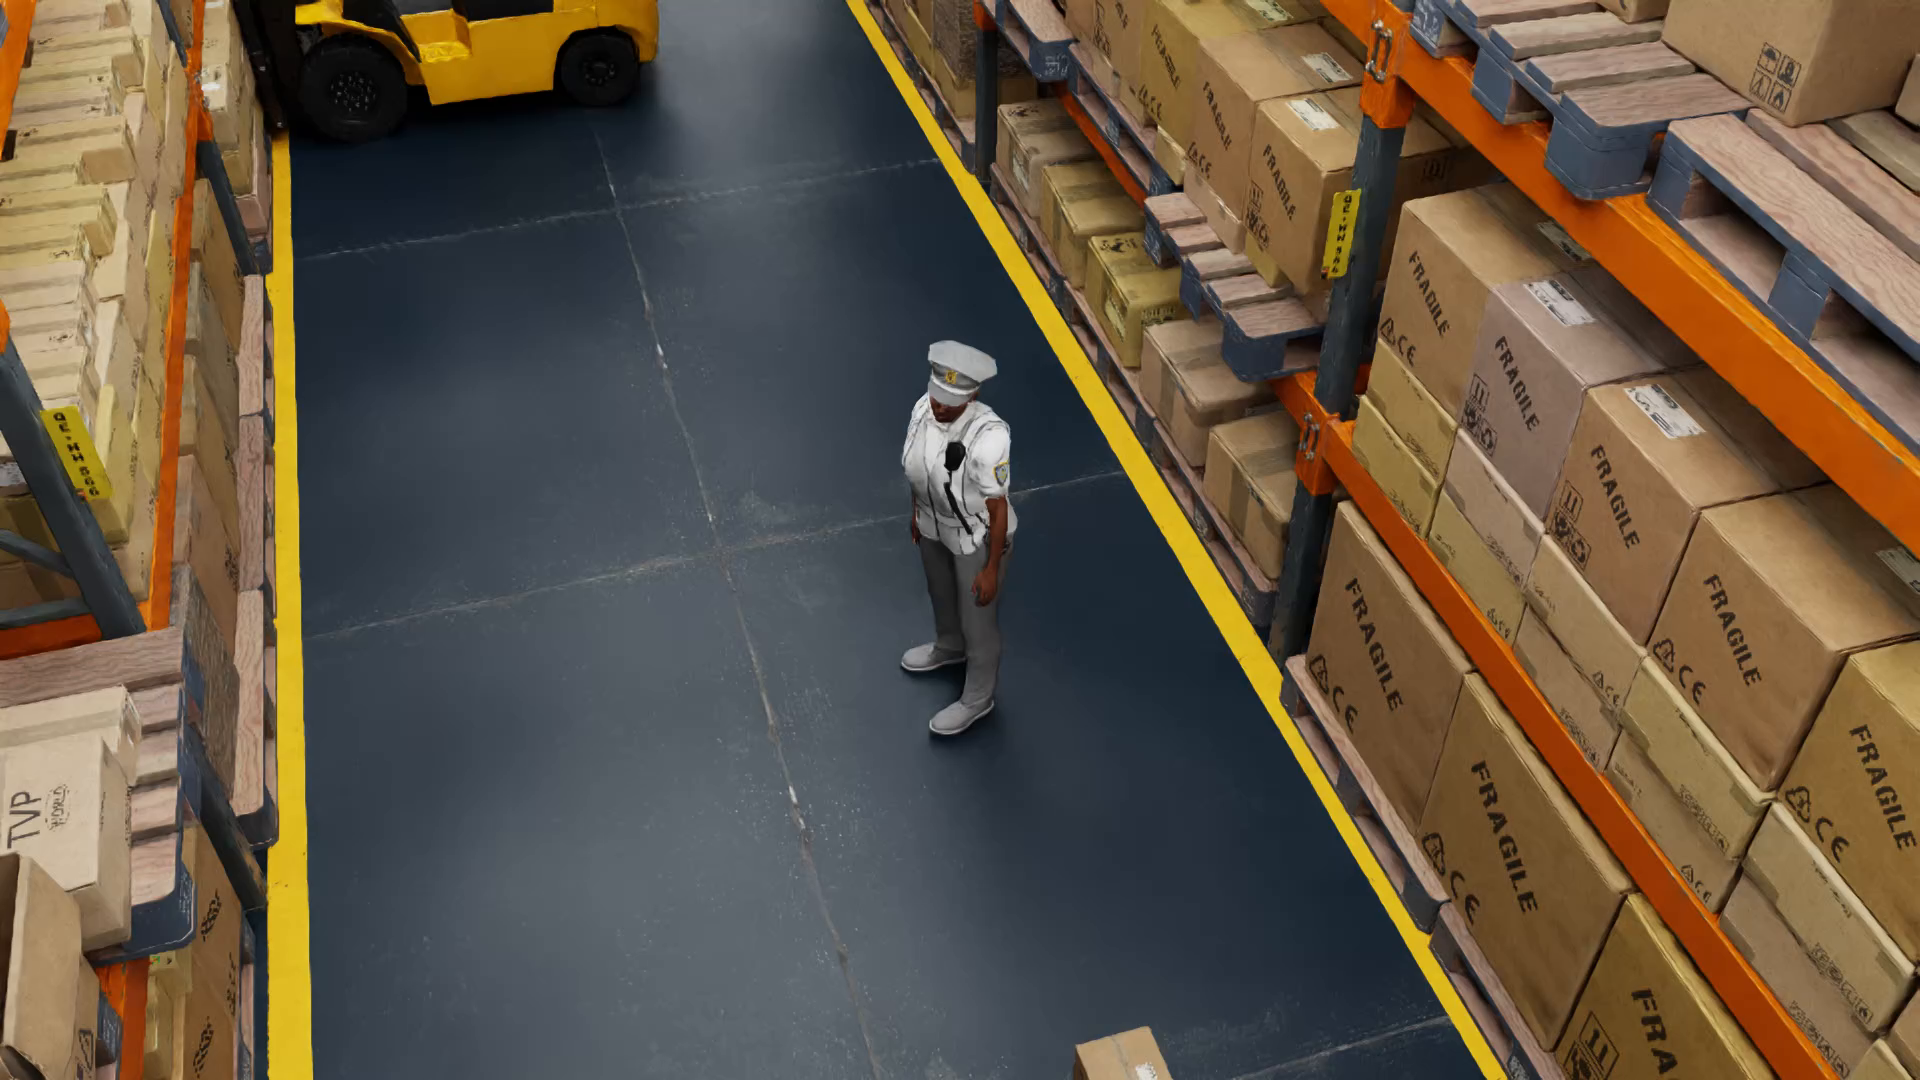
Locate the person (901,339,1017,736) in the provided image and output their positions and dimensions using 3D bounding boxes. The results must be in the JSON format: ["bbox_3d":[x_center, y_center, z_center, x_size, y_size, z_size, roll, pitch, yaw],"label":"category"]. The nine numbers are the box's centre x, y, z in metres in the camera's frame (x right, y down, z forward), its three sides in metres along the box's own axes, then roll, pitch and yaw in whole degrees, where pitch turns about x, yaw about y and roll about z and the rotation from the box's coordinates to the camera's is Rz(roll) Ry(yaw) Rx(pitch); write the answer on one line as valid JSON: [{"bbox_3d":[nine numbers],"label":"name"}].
[{"bbox_3d":[-0.042,-0.005,6.117,0.438,1.686,0.538,-33,52,-31],"label":"person"}]
